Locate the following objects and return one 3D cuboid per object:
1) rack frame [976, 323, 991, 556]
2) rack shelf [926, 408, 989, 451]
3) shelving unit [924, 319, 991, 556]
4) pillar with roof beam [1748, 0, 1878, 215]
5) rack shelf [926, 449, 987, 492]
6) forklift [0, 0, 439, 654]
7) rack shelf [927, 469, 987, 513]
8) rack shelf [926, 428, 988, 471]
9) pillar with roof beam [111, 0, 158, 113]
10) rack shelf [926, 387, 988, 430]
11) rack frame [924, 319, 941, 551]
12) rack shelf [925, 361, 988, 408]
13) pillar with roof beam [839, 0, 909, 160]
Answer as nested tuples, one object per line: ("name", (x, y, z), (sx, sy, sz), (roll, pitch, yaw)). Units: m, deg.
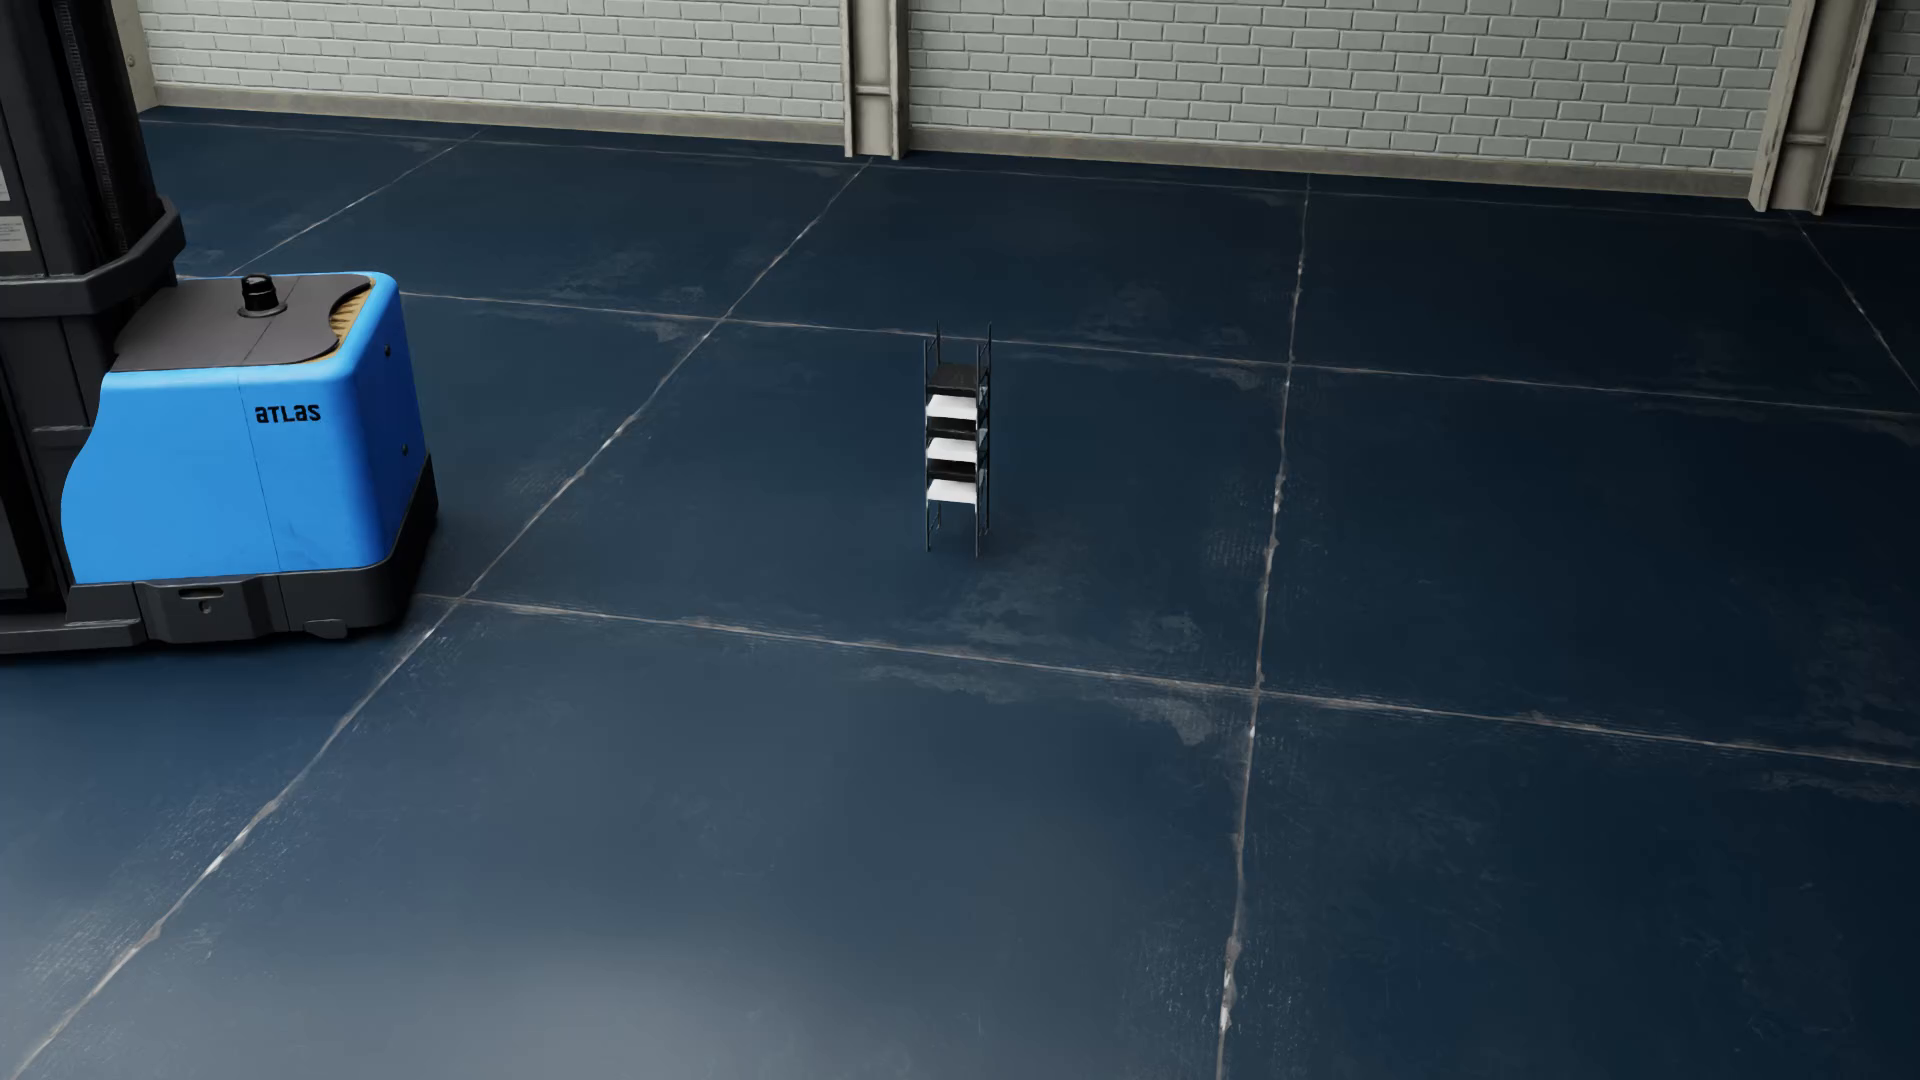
("rack frame", (0.091, -0.385, 6.517), (0.006, 0.900, 0.240), (6, 29, 11))
("rack shelf", (-0.008, -0.445, 6.508), (0.200, 0.077, 0.258), (6, 29, 11))
("shelving unit", (-0.008, -0.396, 6.535), (0.210, 0.900, 0.258), (6, 29, 11))
("pillar with roof beam", (4.385, -4.065, 4.804), (0.400, 9.000, 9.100), (6, 29, 11))
("rack shelf", (-0.008, -0.287, 6.595), (0.200, 0.077, 0.258), (6, 29, 11))
("forklift", (-3.604, -1.076, 5.663), (3.031, 2.935, 1.130), (-3, 29, -6))
("rack shelf", (-0.008, -0.208, 6.638), (0.200, 0.077, 0.258), (6, 29, 11))
("rack shelf", (-0.008, -0.366, 6.551), (0.200, 0.077, 0.258), (6, 29, 11))
("pillar with roof beam", (-7.350, -5.268, 7.002), (0.400, 9.000, 9.100), (6, 29, 11))
("rack shelf", (-0.008, -0.524, 6.465), (0.200, 0.077, 0.258), (6, 29, 11))
("rack frame", (-0.107, -0.406, 6.554), (0.006, 0.900, 0.240), (6, 29, 11))
("rack shelf", (-0.008, -0.603, 6.422), (0.200, 0.077, 0.258), (6, 29, 11))
("pillar with roof beam", (-1.482, -4.666, 5.903), (0.400, 9.000, 9.100), (6, 29, 11))
